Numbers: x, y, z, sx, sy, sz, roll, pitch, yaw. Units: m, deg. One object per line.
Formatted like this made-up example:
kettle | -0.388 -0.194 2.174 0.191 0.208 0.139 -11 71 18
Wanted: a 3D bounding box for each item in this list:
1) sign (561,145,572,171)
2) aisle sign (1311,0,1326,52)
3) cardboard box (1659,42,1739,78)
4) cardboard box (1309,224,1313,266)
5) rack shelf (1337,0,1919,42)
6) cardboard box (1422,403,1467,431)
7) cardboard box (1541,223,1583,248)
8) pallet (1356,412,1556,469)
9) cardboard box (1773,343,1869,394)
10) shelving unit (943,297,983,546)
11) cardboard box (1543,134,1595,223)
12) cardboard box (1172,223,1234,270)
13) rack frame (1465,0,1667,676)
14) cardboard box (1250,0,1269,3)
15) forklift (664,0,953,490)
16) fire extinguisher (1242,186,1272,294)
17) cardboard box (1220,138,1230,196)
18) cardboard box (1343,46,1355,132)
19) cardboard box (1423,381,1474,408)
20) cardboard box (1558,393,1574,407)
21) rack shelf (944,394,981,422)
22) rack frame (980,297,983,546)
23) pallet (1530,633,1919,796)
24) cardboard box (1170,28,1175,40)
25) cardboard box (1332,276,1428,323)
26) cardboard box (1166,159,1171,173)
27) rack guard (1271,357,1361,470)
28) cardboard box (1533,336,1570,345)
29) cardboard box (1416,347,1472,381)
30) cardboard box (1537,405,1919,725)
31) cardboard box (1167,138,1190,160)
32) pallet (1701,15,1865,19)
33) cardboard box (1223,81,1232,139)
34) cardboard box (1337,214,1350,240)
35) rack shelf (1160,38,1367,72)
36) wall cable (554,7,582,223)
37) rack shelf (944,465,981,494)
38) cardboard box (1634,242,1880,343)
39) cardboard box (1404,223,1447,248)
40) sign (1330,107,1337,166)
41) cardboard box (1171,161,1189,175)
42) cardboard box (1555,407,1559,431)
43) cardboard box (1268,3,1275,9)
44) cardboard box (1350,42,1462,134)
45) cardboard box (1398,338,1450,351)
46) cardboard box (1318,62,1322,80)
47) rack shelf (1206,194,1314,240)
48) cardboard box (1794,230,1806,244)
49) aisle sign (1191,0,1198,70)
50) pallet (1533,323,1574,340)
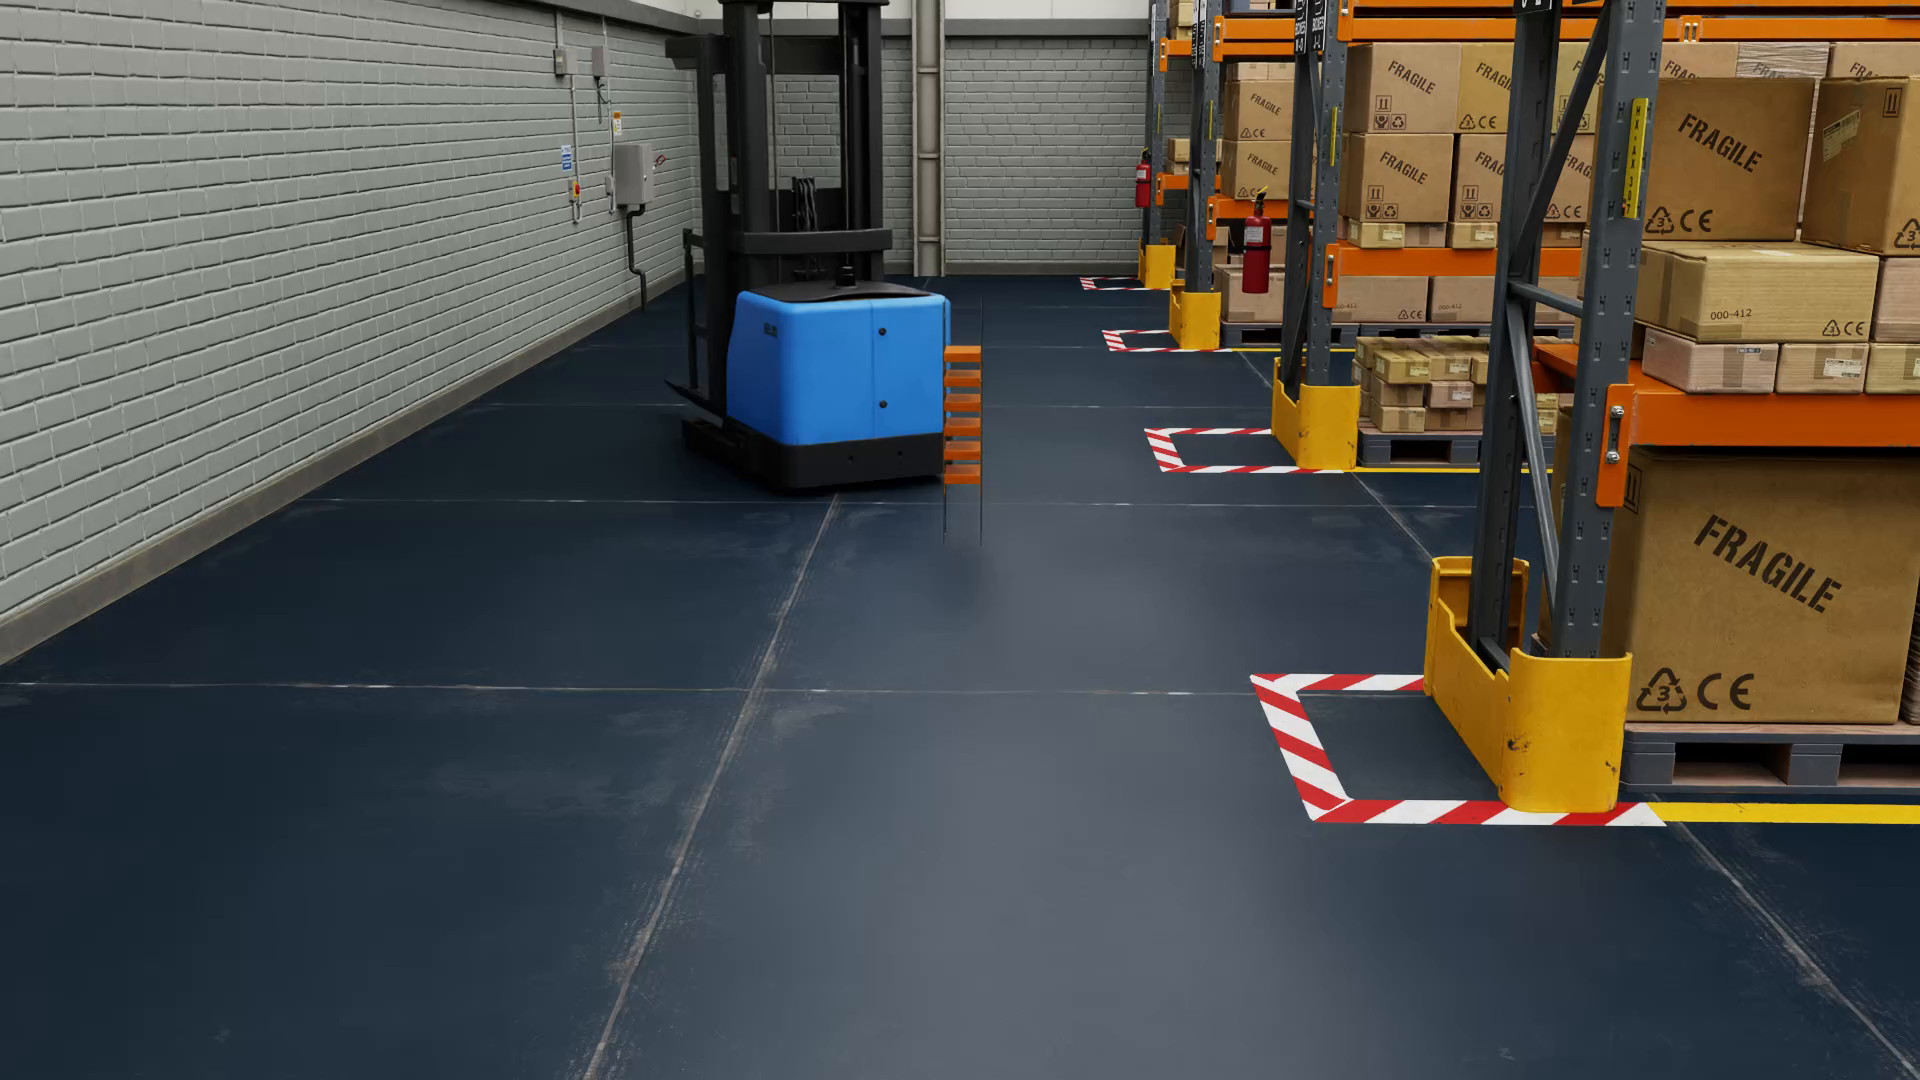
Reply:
sign | -3.534 -3.432 14.938 0.001 0.218 0.327 0 15 1
aisle sign | 2.060 -3.200 9.494 0.004 0.787 0.394 0 15 1
cardboard box | 4.116 -2.611 9.618 0.500 0.500 0.500 0 15 0
cardboard box | 4.277 -3.470 19.689 0.500 0.500 0.500 1 15 2
rack shelf | 4.140 -3.109 9.773 4.000 0.370 1.077 0 15 1
cardboard box | 2.920 -0.778 10.174 0.250 0.149 0.380 0 15 1
cardboard box | 3.512 -1.831 9.892 0.250 0.149 0.380 0 15 1
pallet | 3.028 -0.656 10.413 1.213 0.211 1.003 0 15 1
cardboard box | 2.516 -0.546 5.021 0.250 0.149 0.380 0 15 1
shelving unit | 0.014 -0.580 8.187 0.189 1.200 0.258 0 15 1
cardboard box | 3.607 -2.135 9.772 0.500 0.500 0.500 1 15 2
cardboard box | 2.898 -3.516 19.857 0.637 0.503 0.797 0 15 -1
rack frame | 1.913 -0.755 5.322 0.127 3.000 1.000 0 15 1
cardboard box | 3.234 -6.237 18.949 0.500 0.250 0.500 0 15 1
forklift | -1.132 -2.028 10.280 1.130 2.935 3.031 -7 16 -25
fire extinguisher | 1.901 -1.921 10.624 0.183 0.674 0.296 0 15 1
cardboard box | 2.655 -3.395 15.132 0.500 0.500 0.500 0 15 2
cardboard box | 2.604 -2.755 10.165 0.500 0.500 0.500 0 15 0
cardboard box | 2.930 -0.903 10.064 0.250 0.149 0.380 0 15 1
cardboard box | 3.698 -0.917 10.117 0.250 0.149 0.380 0 15 -1
rack shelf | 0.014 -0.653 8.167 0.180 0.103 0.258 0 15 1
rack frame | 0.106 -0.579 8.184 0.006 1.200 0.240 0 15 1
pallet | 2.714 0.579 5.734 1.213 0.211 1.003 0 15 1
cardboard box | 2.615 -5.934 19.564 0.250 0.149 0.380 1 15 3
cardboard box | 3.743 -2.264 15.240 0.875 0.438 0.875 1 15 3
cardboard box | 2.627 -4.493 19.982 0.250 0.149 0.380 0 15 1
rack guard | 2.216 -0.810 10.431 0.348 0.500 1.175 0 15 1
cardboard box | 3.715 -1.202 10.614 0.250 0.149 0.380 1 15 4
cardboard box | 2.934 -1.070 10.116 0.250 0.149 0.380 1 15 2
cardboard box | 2.555 0.053 5.601 0.875 0.875 0.875 0 15 1
cardboard box | 2.756 -4.684 19.925 0.500 0.250 0.500 1 15 3
pallet | 7.082 -4.621 14.469 1.217 0.209 0.805 0 15 -1
cardboard box | 2.654 -3.872 14.979 0.500 0.500 0.500 1 15 3
cardboard box | 2.474 -1.968 10.411 0.250 0.149 0.380 0 15 1
rack shelf | 4.288 -5.638 19.359 4.000 0.370 1.077 0 15 1
wall cable | -3.472 -3.819 14.884 0.123 1.953 0.585 0 15 1
rack shelf | 0.014 -0.305 8.259 0.180 0.103 0.258 0 15 1
cardboard box | 2.386 -0.754 5.030 0.500 0.250 0.500 0 15 0
cardboard box | 2.712 -1.821 9.855 0.250 0.149 0.380 1 15 3
sign | 2.127 -2.300 9.479 0.005 0.325 0.100 0 15 1
cardboard box | 2.611 -4.355 19.458 0.250 0.149 0.380 0 15 1
cardboard box | 3.678 -0.771 10.148 0.250 0.149 0.380 0 15 2
cardboard box | 3.745 -5.993 19.005 0.500 0.250 0.500 0 15 0
cardboard box | 2.583 -2.624 9.668 0.500 0.500 0.500 0 15 1
cardboard box | 2.926 -1.176 10.518 0.250 0.149 0.380 1 15 3
cardboard box | 3.034 -4.040 14.347 0.250 0.149 0.380 1 15 3
rack shelf | 4.165 -2.921 14.943 4.000 0.370 1.077 0 15 1
cardboard box | 2.911 -0.887 5.535 0.500 0.250 0.500 0 15 0
aisle sign | 2.102 -4.619 14.871 0.004 0.787 0.394 0 15 1
pallet | 5.406 -1.933 15.252 1.213 0.211 1.003 0 15 1
